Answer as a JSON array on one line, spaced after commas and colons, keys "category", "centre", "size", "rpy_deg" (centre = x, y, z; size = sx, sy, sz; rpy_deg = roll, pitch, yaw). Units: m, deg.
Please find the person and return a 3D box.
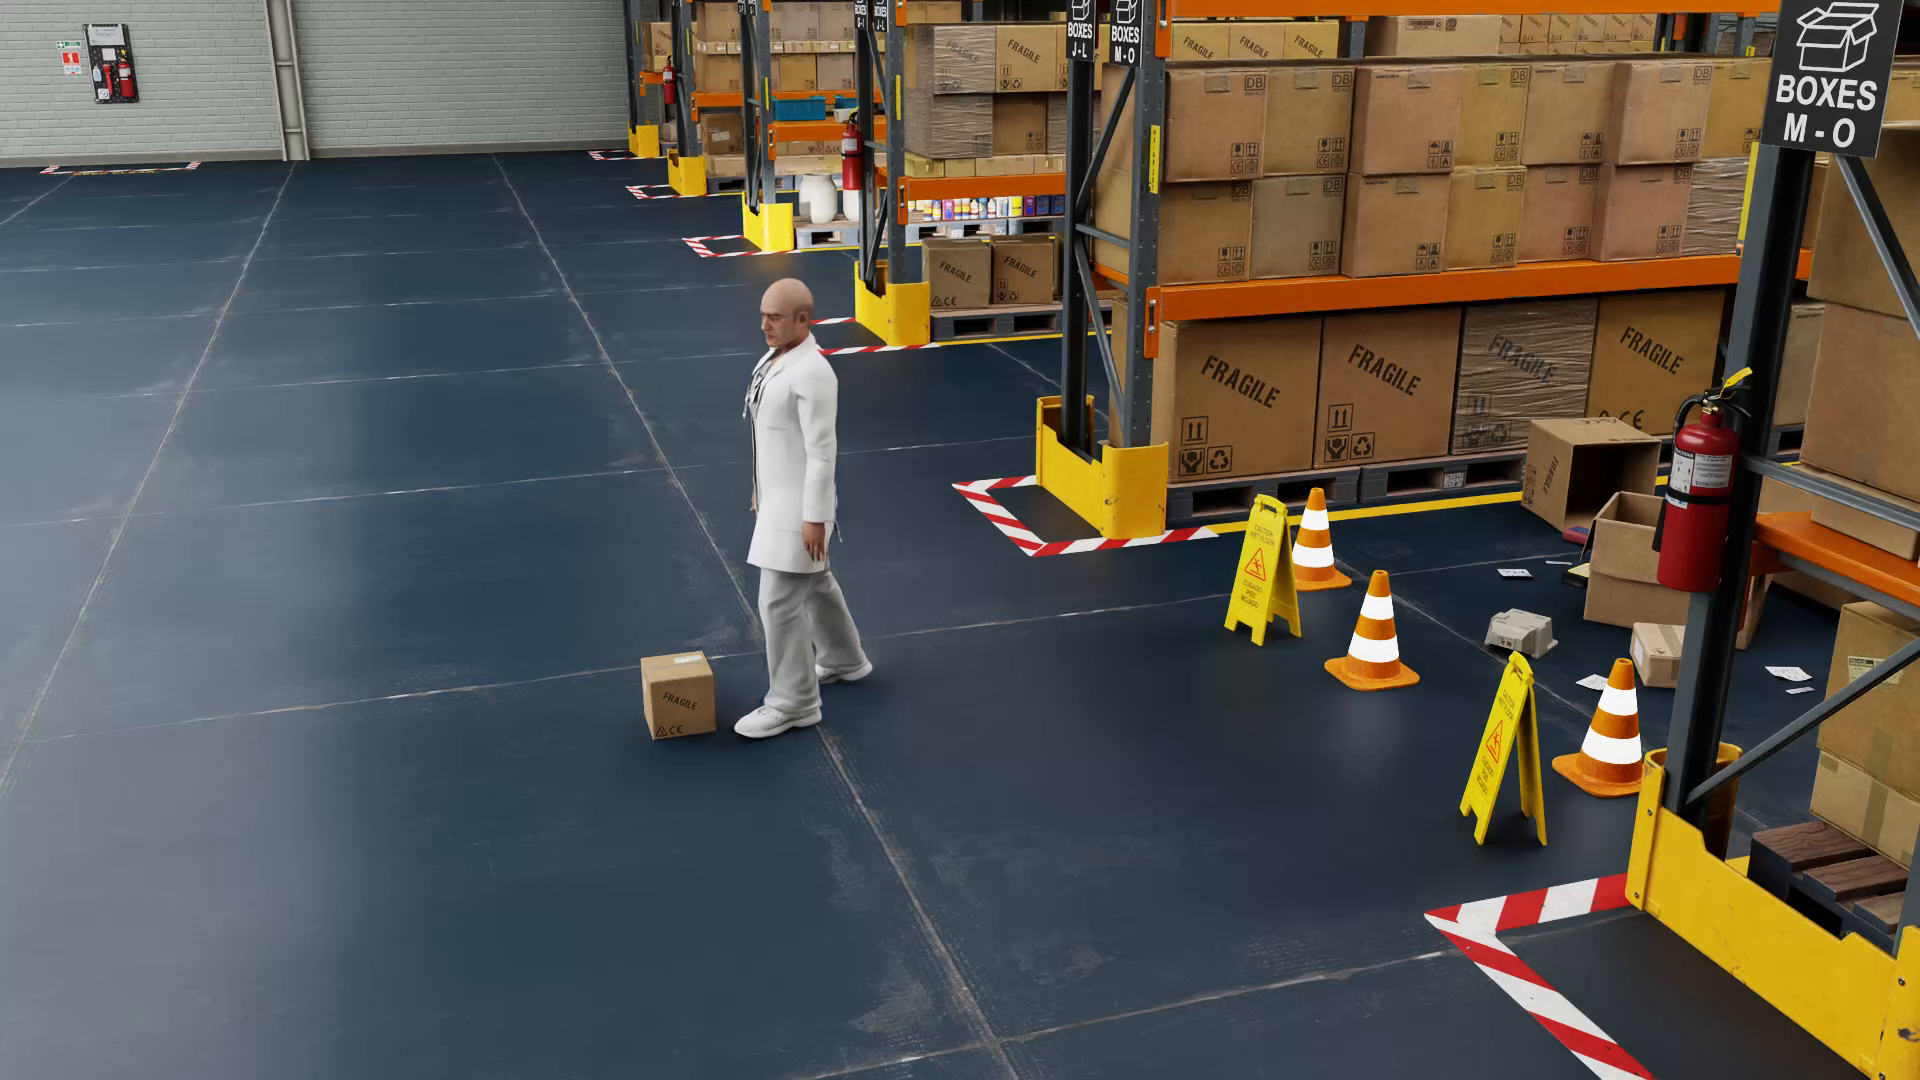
[{"category": "person", "centre": [-0.640, -0.139, 6.551], "size": [0.664, 1.802, 0.648], "rpy_deg": [-6, 20, -18]}]
